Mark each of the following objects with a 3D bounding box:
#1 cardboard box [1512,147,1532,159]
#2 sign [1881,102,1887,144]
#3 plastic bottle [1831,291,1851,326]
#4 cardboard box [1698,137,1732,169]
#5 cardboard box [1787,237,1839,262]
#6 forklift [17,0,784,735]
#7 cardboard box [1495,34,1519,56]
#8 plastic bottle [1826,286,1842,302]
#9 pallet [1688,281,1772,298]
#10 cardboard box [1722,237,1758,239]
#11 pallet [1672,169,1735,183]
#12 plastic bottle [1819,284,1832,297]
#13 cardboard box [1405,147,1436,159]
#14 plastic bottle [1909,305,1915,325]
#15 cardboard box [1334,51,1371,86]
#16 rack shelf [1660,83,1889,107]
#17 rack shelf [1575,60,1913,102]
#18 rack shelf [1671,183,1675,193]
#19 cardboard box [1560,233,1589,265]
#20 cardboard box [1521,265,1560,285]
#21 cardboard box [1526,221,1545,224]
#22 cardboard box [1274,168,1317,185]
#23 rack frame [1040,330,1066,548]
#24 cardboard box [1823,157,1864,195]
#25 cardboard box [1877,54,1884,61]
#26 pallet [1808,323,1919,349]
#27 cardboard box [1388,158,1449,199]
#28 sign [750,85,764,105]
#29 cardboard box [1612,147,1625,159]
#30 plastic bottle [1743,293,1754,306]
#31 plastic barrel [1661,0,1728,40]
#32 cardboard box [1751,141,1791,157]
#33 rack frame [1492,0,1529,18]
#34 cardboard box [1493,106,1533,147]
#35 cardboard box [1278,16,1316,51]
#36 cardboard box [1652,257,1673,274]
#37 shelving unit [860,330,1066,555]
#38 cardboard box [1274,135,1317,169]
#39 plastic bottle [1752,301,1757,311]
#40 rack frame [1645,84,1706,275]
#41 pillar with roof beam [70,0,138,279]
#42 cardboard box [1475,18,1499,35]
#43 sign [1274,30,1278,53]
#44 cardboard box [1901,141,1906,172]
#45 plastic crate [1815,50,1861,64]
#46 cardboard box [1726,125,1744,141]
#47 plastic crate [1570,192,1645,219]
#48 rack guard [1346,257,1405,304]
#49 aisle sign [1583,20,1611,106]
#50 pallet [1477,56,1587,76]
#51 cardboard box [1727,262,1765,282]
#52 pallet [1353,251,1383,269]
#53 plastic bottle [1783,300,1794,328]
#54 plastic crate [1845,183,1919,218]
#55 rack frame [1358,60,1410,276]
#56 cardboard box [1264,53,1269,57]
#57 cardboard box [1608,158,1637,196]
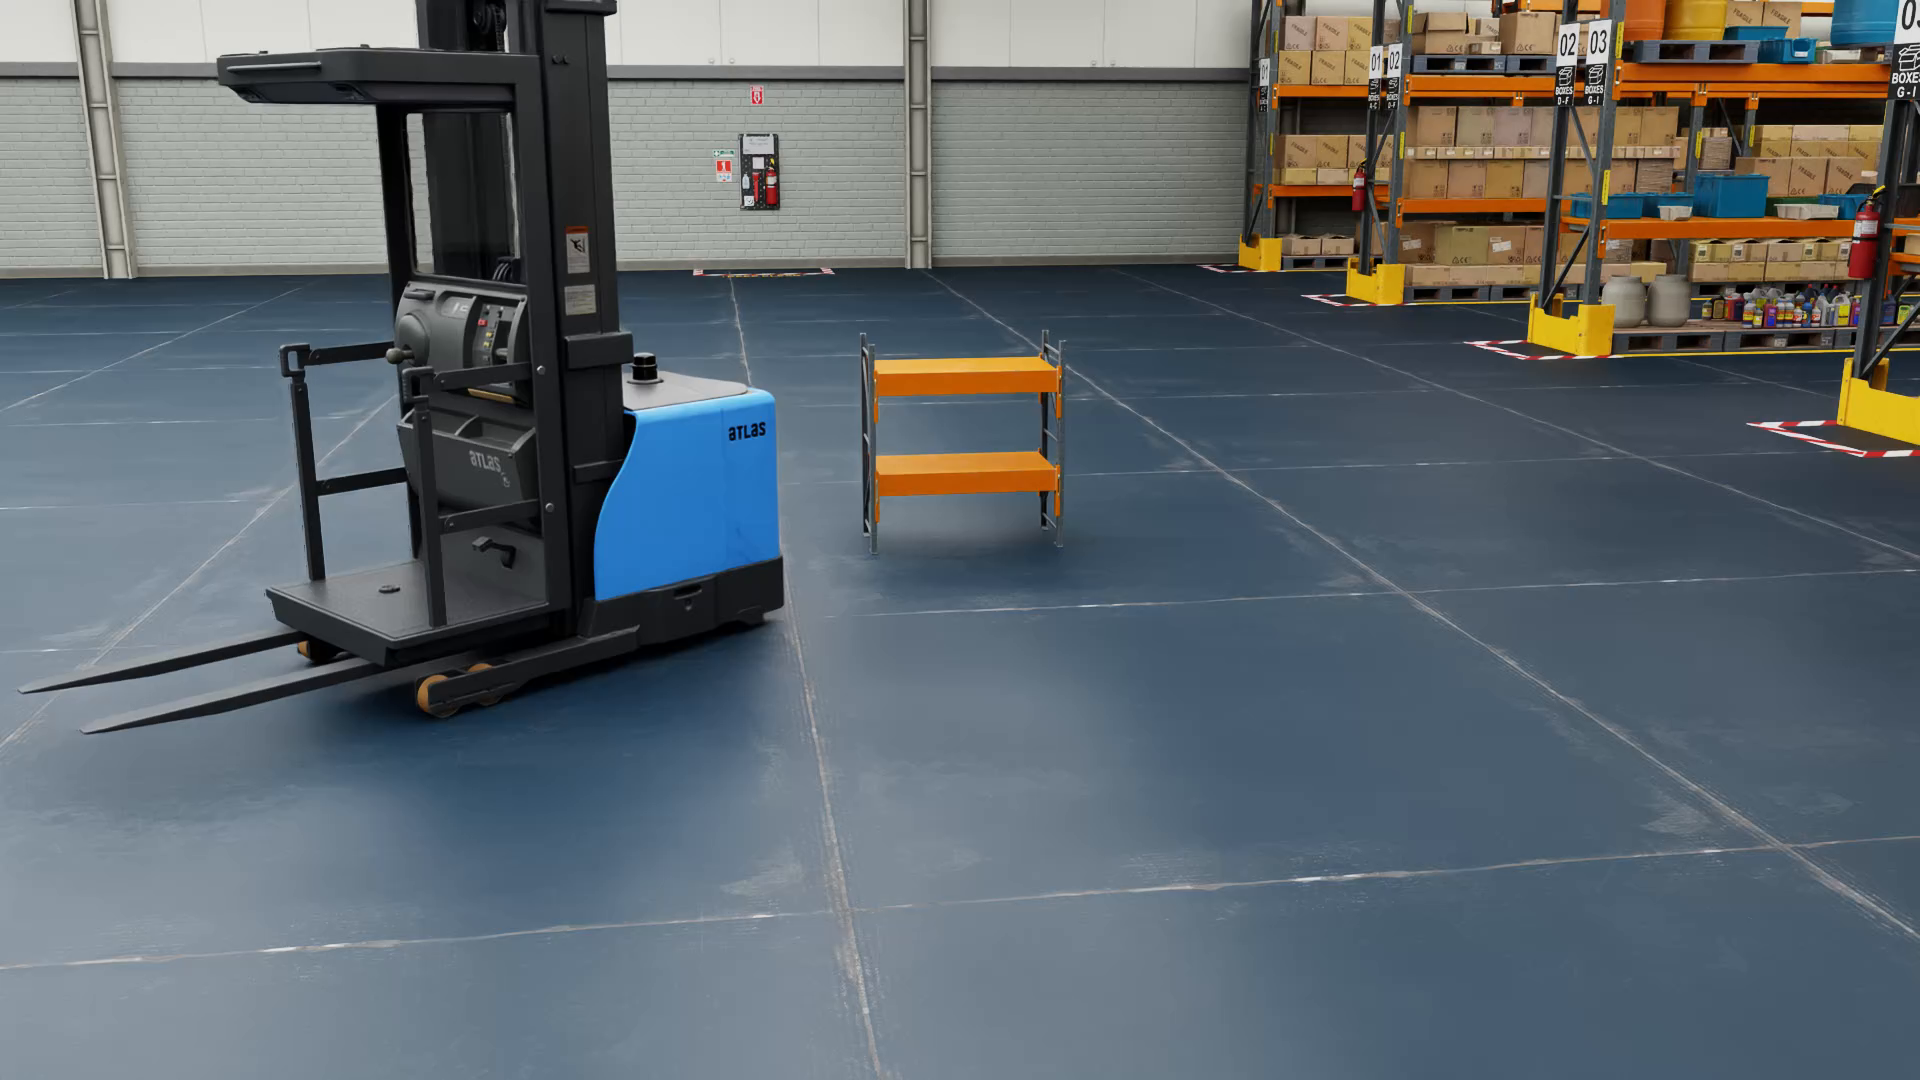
[{"bbox_3d":[7.136,-4.978,21.364,0.250,0.149,0.380,-2,14,-9],"label":"cardboard box"},{"bbox_3d":[6.852,-3.071,12.271,0.005,0.325,0.100,-2,14,-8],"label":"sign"},{"bbox_3d":[9.029,-2.375,17.068,0.185,0.351,0.144,-2,14,-9],"label":"plastic bottle"},{"bbox_3d":[12.149,-6.329,27.181,0.500,0.500,0.700,-4,15,-15],"label":"cardboard box"},{"bbox_3d":[11.364,-3.903,22.254,0.500,0.311,0.500,-2,14,-7],"label":"cardboard box"},{"bbox_3d":[-2.193,-0.870,6.664,1.130,2.935,3.031,13,19,42],"label":"forklift"},{"bbox_3d":[7.092,-6.413,21.495,0.500,0.311,0.500,0,14,-2],"label":"cardboard box"},{"bbox_3d":[9.294,-2.523,17.655,0.185,0.351,0.144,-2,14,-8],"label":"plastic bottle"},{"bbox_3d":[10.121,-3.433,22.478,1.213,0.211,1.003,-2,14,-8],"label":"pallet"},{"bbox_3d":[10.763,-4.013,22.695,0.500,0.311,0.500,-2,14,-8],"label":"cardboard box"},{"bbox_3d":[11.923,-5.942,27.142,1.003,0.211,1.213,-2,14,-8],"label":"pallet"},{"bbox_3d":[9.272,-2.557,17.794,0.185,0.351,0.144,-2,14,-7],"label":"plastic bottle"},{"bbox_3d":[5.863,-4.930,21.176,0.250,0.149,0.380,-2,14,-9],"label":"cardboard box"},{"bbox_3d":[9.820,-2.326,17.179,0.097,0.201,0.097,0,14,0],"label":"plastic bottle"},{"bbox_3d":[6.118,-7.292,25.719,0.500,0.500,0.500,-1,14,-6],"label":"cardboard box"},{"bbox_3d":[11.376,-5.928,22.007,4.000,0.370,1.077,-2,14,-8],"label":"rack shelf"},{"bbox_3d":[8.155,-4.592,16.677,4.000,0.370,1.077,-2,14,-8],"label":"rack shelf"},{"bbox_3d":[10.634,-5.665,27.122,4.000,0.370,1.077,-2,14,-8],"label":"rack shelf"},{"bbox_3d":[7.982,-3.880,21.774,0.500,0.500,0.500,-2,14,-8],"label":"cardboard box"},{"bbox_3d":[7.490,-3.495,21.780,0.500,0.250,0.500,-2,14,-8],"label":"cardboard box"},{"bbox_3d":[7.904,-4.006,22.276,0.500,0.500,0.500,-2,14,-8],"label":"cardboard box"},{"bbox_3d":[5.231,-5.675,25.950,0.500,0.250,0.500,-3,14,-10],"label":"cardboard box"},{"bbox_3d":[0.509,-0.564,9.159,0.032,1.125,0.500,-2,14,-8],"label":"rack frame"},{"bbox_3d":[11.697,-4.879,22.303,0.500,0.500,0.500,-3,14,-11],"label":"cardboard box"},{"bbox_3d":[11.830,-6.409,21.891,0.500,0.250,0.500,-2,14,-9],"label":"cardboard box"},{"bbox_3d":[9.462,-2.191,17.526,1.213,0.211,1.003,-2,14,-8],"label":"pallet"},{"bbox_3d":[5.906,-4.667,21.460,0.500,0.500,0.700,-2,14,-8],"label":"cardboard box"},{"bbox_3d":[-3.141,-6.880,25.724,0.199,0.298,0.001,-2,14,-8],"label":"sign"},{"bbox_3d":[8.398,-5.023,21.546,0.250,0.149,0.380,-2,14,-8],"label":"cardboard box"},{"bbox_3d":[8.318,-2.485,17.659,0.135,0.276,0.152,-2,14,-10],"label":"plastic bottle"},{"bbox_3d":[7.285,-5.235,16.513,0.600,0.588,0.600,0,14,0],"label":"plastic barrel"},{"bbox_3d":[13.130,-6.245,27.098,0.500,0.500,0.500,-2,14,-7],"label":"cardboard box"},{"bbox_3d":[8.656,-8.851,26.016,0.127,3.000,1.000,-2,14,-8],"label":"rack frame"},{"bbox_3d":[6.976,-5.337,21.465,0.500,0.500,0.700,-2,14,-8],"label":"cardboard box"},{"bbox_3d":[5.118,-7.750,25.490,0.500,0.500,0.500,-3,14,-12],"label":"cardboard box"},{"bbox_3d":[9.765,-3.705,22.616,0.500,0.250,0.500,-2,14,-9],"label":"cardboard box"},{"bbox_3d":[0.007,-0.546,9.086,1.048,1.125,0.538,-2,14,-8],"label":"shelving unit"},{"bbox_3d":[5.218,-6.042,25.873,0.500,0.500,0.500,-2,14,-8],"label":"cardboard box"},{"bbox_3d":[8.355,-2.420,17.552,0.097,0.201,0.097,0,14,0],"label":"plastic bottle"},{"bbox_3d":[9.398,-4.750,21.995,0.127,3.000,1.000,-2,14,-8],"label":"rack frame"},{"bbox_3d":[-11.893,-7.252,19.639,0.400,9.000,9.100,-2,14,-8],"label":"pillar with roof beam"},{"bbox_3d":[8.201,-7.856,25.912,0.500,0.500,0.500,-3,14,-13],"label":"cardboard box"},{"bbox_3d":[4.782,-7.545,25.176,0.005,0.325,0.100,-2,14,-8],"label":"sign"},{"bbox_3d":[15.645,-6.335,27.459,0.500,0.500,0.500,-2,14,-8],"label":"cardboard box"},{"bbox_3d":[8.605,-4.730,16.291,0.396,0.136,0.243,-2,14,-8],"label":"plastic crate"},{"bbox_3d":[13.022,-6.731,27.496,0.500,0.250,0.500,-2,14,-7],"label":"cardboard box"},{"bbox_3d":[6.627,-3.431,17.043,0.616,0.251,0.499,-2,14,-8],"label":"plastic crate"},{"bbox_3d":[5.419,-3.392,21.718,0.348,0.500,1.175,-2,14,-8],"label":"rack guard"},{"bbox_3d":[6.149,-4.601,16.058,0.004,0.787,0.394,-2,14,-8],"label":"aisle sign"},{"bbox_3d":[7.355,-6.081,21.320,1.213,0.211,1.003,-2,14,-8],"label":"pallet"},{"bbox_3d":[10.340,-3.593,22.172,0.500,0.250,0.500,-2,14,-7],"label":"cardboard box"},{"bbox_3d":[6.789,-4.511,26.775,1.213,0.211,1.003,-2,14,-8],"label":"pallet"},{"bbox_3d":[8.454,-2.310,16.971,0.097,0.271,0.097,0,14,0],"label":"plastic bottle"},{"bbox_3d":[9.596,-3.540,17.298,0.504,0.338,0.767,-2,14,-8],"label":"plastic crate"},{"bbox_3d":[5.443,-4.605,21.417,0.127,3.000,1.000,-2,14,-8],"label":"rack frame"},{"bbox_3d":[5.076,-7.385,26.092,0.500,0.500,0.500,-1,14,-4],"label":"cardboard box"},{"bbox_3d":[8.440,-4.760,21.830,0.500,0.500,0.700,-2,14,-9],"label":"cardboard box"}]
